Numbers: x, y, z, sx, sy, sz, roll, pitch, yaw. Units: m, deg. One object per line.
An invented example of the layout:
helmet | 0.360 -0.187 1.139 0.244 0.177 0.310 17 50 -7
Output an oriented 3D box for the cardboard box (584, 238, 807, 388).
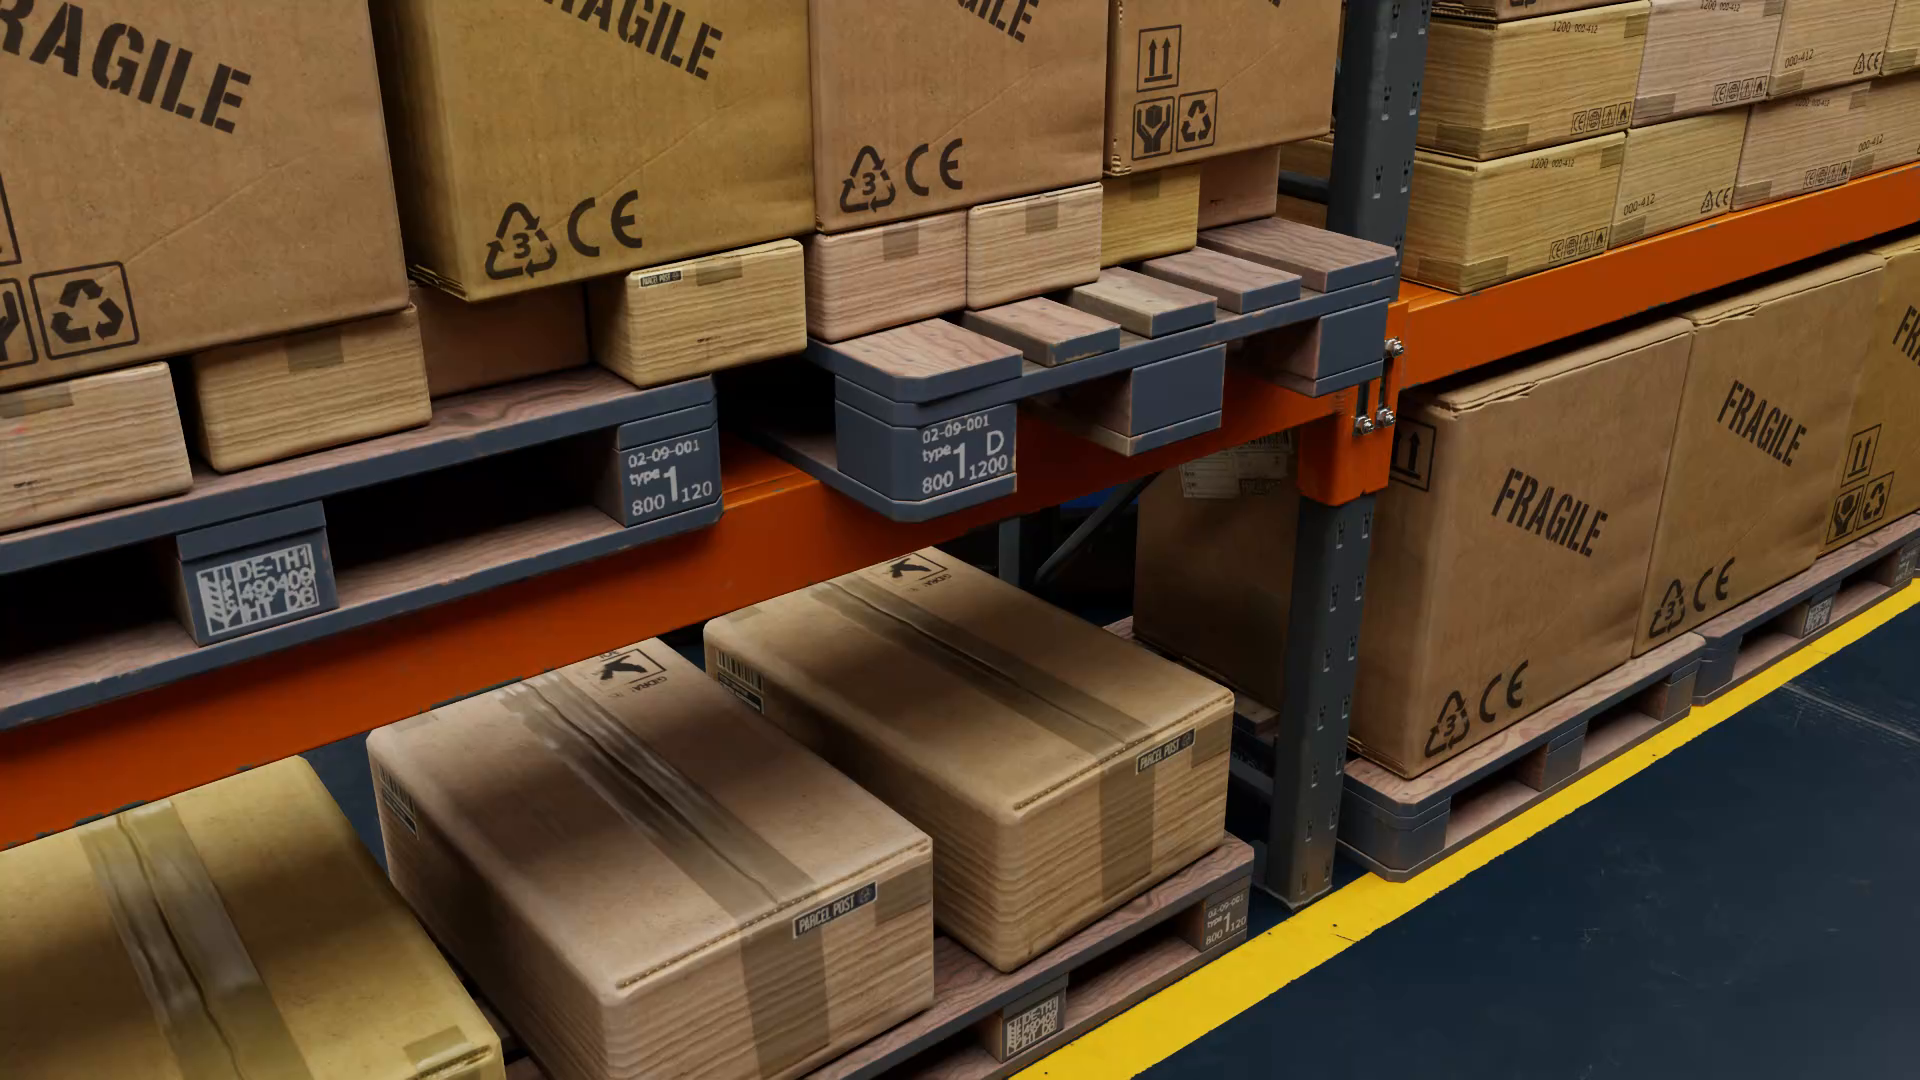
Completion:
cardboard box | -0.412 -0.347 2.235 0.250 0.149 0.380 -18 30 -33

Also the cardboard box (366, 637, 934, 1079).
cardboard box | -0.578 0.593 3.033 0.625 0.372 0.950 -19 31 -35

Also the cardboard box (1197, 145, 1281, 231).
cardboard box | 0.336 -0.660 2.909 0.250 0.149 0.380 -17 30 -32

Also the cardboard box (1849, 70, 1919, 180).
cardboard box | 2.185 -1.125 4.290 0.500 0.250 0.500 -18 31 -34

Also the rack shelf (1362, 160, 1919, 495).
rack shelf | 2.022 -0.940 4.567 4.000 0.370 1.077 -18 31 -34

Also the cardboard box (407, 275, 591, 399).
cardboard box | -0.688 -0.324 2.184 0.250 0.149 0.380 -18 30 -34

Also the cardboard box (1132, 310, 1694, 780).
cardboard box | 1.043 -0.125 3.982 0.875 0.875 0.875 -19 31 -34

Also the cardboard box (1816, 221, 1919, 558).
cardboard box | 2.452 -0.588 4.978 0.875 0.875 0.875 -17 30 -33

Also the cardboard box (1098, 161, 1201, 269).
cardboard box | 0.169 -0.566 2.707 0.250 0.149 0.380 -18 30 -33

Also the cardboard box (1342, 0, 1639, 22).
cardboard box | 0.987 -1.293 3.166 0.500 0.500 0.500 -19 31 -36

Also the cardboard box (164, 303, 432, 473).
cardboard box | -0.835 -0.231 1.985 0.250 0.149 0.380 -19 31 -36

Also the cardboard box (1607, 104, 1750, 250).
cardboard box | 1.382 -0.862 3.722 0.500 0.250 0.500 -19 31 -35

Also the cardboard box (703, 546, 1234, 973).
cardboard box | -0.002 0.398 3.451 0.625 0.372 0.950 -21 32 -37

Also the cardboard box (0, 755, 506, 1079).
cardboard box | -1.178 0.788 2.612 0.625 0.372 0.950 -17 30 -32

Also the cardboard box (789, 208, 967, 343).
cardboard box | -0.204 -0.423 2.399 0.250 0.149 0.380 -20 32 -36

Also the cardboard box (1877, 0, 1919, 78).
cardboard box | 2.214 -1.342 4.162 0.500 0.250 0.500 -18 30 -33

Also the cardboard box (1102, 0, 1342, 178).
cardboard box | 0.262 -0.907 2.671 0.500 0.500 0.500 -19 31 -35

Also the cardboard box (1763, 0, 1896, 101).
cardboard box | 1.807 -1.214 3.888 0.500 0.250 0.500 -18 31 -34

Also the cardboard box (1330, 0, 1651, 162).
cardboard box | 1.000 -0.955 3.329 0.500 0.250 0.500 -19 31 -34

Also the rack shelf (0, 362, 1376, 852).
rack shelf | -1.125 0.099 2.328 4.000 0.370 1.077 -18 31 -34

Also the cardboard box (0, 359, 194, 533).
cardboard box | -1.027 -0.152 1.815 0.250 0.149 0.380 -17 30 -32

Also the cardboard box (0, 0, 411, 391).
cardboard box | -0.964 -0.496 1.785 0.500 0.500 0.500 -20 31 -36

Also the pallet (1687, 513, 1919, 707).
pallet | 2.075 0.023 4.949 1.213 0.211 1.003 -18 31 -34

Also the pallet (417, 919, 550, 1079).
pallet | -1.127 1.036 2.767 1.213 0.211 1.003 -18 31 -34

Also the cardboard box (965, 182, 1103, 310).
cardboard box | -0.001 -0.486 2.534 0.250 0.149 0.380 -19 31 -34

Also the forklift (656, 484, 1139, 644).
forklift | -0.615 -1.282 4.530 3.031 2.935 1.130 -4 25 -10

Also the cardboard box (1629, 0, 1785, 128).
cardboard box | 1.407 -1.089 3.618 0.500 0.250 0.500 -17 30 -33

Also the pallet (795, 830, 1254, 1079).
pallet | -0.167 0.721 3.446 1.213 0.211 1.003 -18 31 -34

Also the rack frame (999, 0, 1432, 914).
rack frame | 0.448 -0.747 3.296 0.127 3.000 1.000 -18 31 -34

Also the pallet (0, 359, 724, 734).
pallet | -1.084 -0.132 2.199 1.213 0.211 1.003 -18 31 -34

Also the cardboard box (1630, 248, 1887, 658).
cardboard box | 1.748 -0.356 4.478 0.875 0.875 0.875 -18 30 -33

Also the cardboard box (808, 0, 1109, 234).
cardboard box | -0.138 -0.769 2.374 0.500 0.500 0.500 -19 31 -35

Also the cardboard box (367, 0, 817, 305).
cardboard box | -0.534 -0.638 2.090 0.500 0.500 0.500 -21 32 -37

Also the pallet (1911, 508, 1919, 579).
pallet | 3.035 -0.295 5.636 1.213 0.211 1.003 -18 31 -34

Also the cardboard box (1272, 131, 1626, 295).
cardboard box | 0.989 -0.722 3.422 0.500 0.250 0.500 -19 31 -35

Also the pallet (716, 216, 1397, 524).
pallet | -0.047 -0.439 2.861 1.003 0.211 1.213 -18 31 -34

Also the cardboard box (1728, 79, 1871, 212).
cardboard box | 1.798 -0.996 4.011 0.500 0.250 0.500 -17 30 -32

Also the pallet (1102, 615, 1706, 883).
pallet | 1.115 0.338 4.270 1.213 0.211 1.003 -18 31 -34
